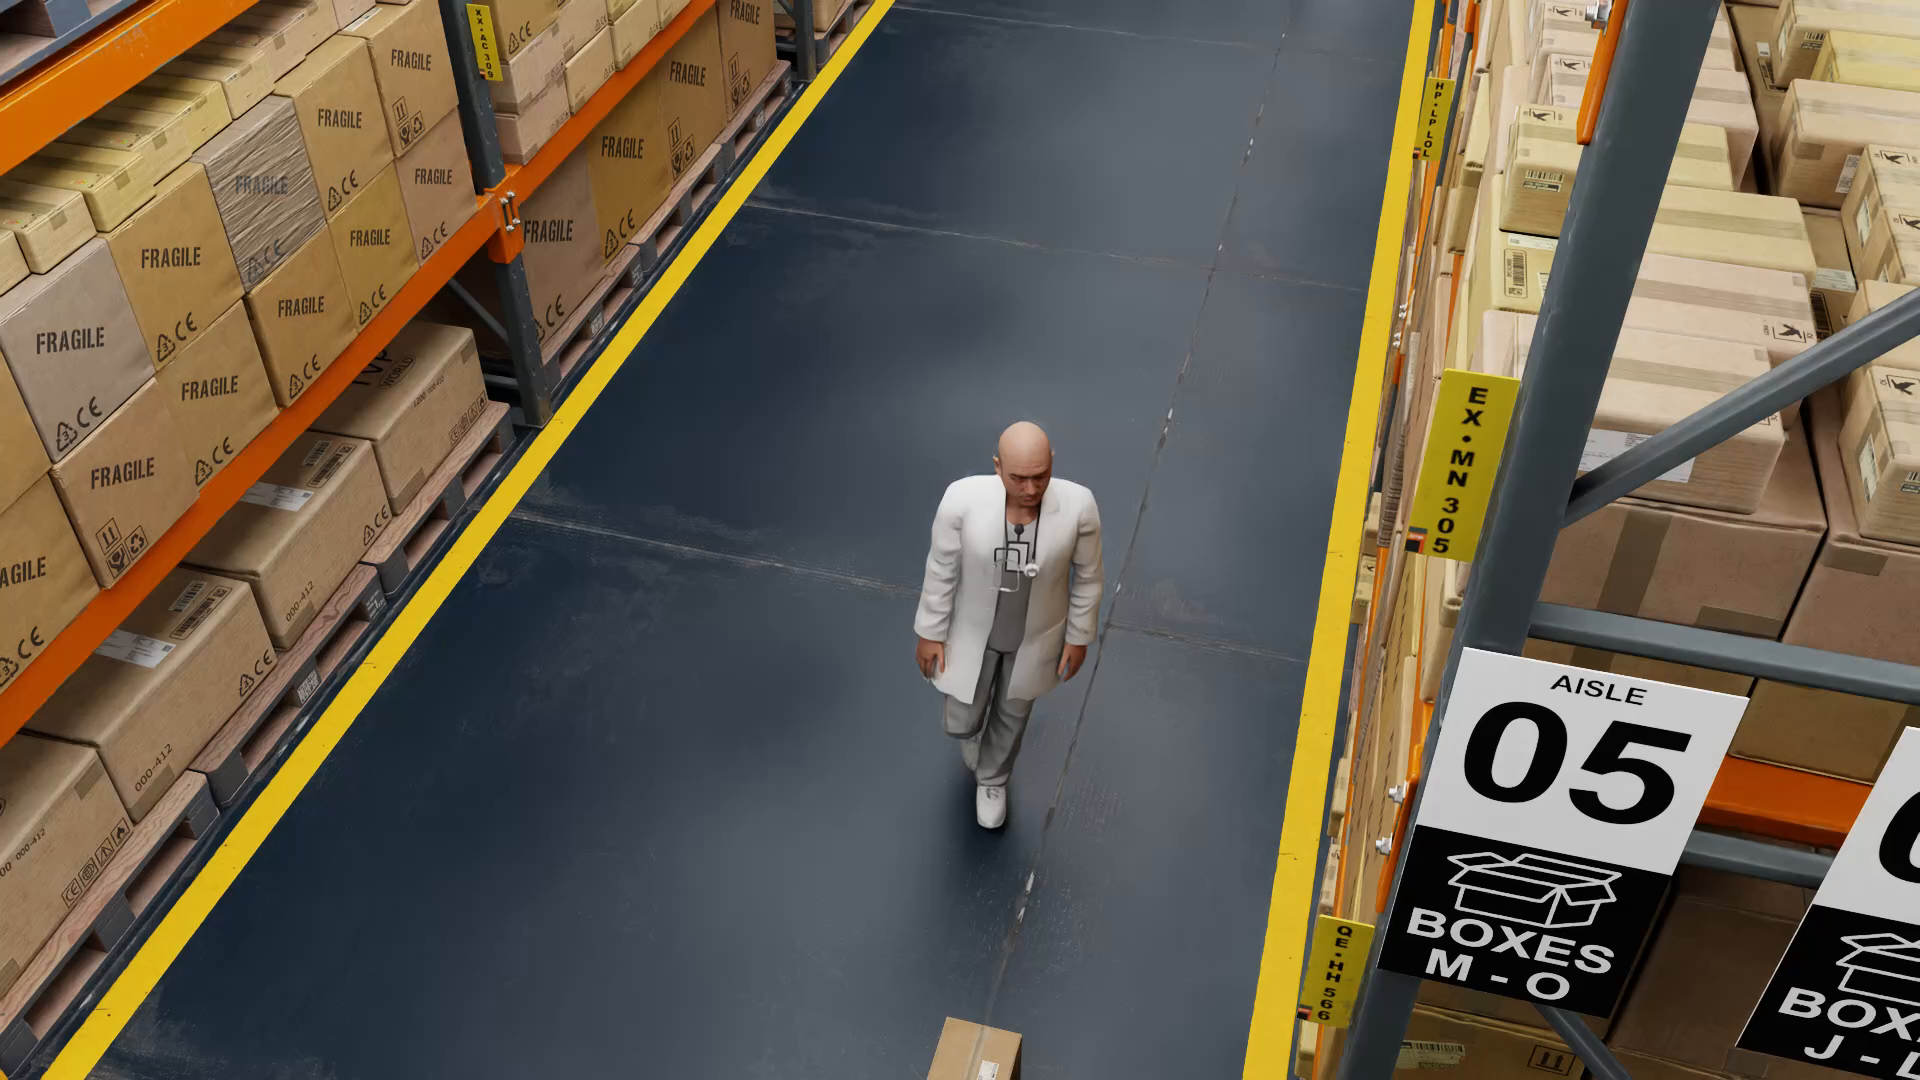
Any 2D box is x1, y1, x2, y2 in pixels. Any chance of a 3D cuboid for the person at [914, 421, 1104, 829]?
[{"bbox_3d":[0.167,0.262,5.831,0.643,1.771,0.592,1,40,2],"label":"person"}]
